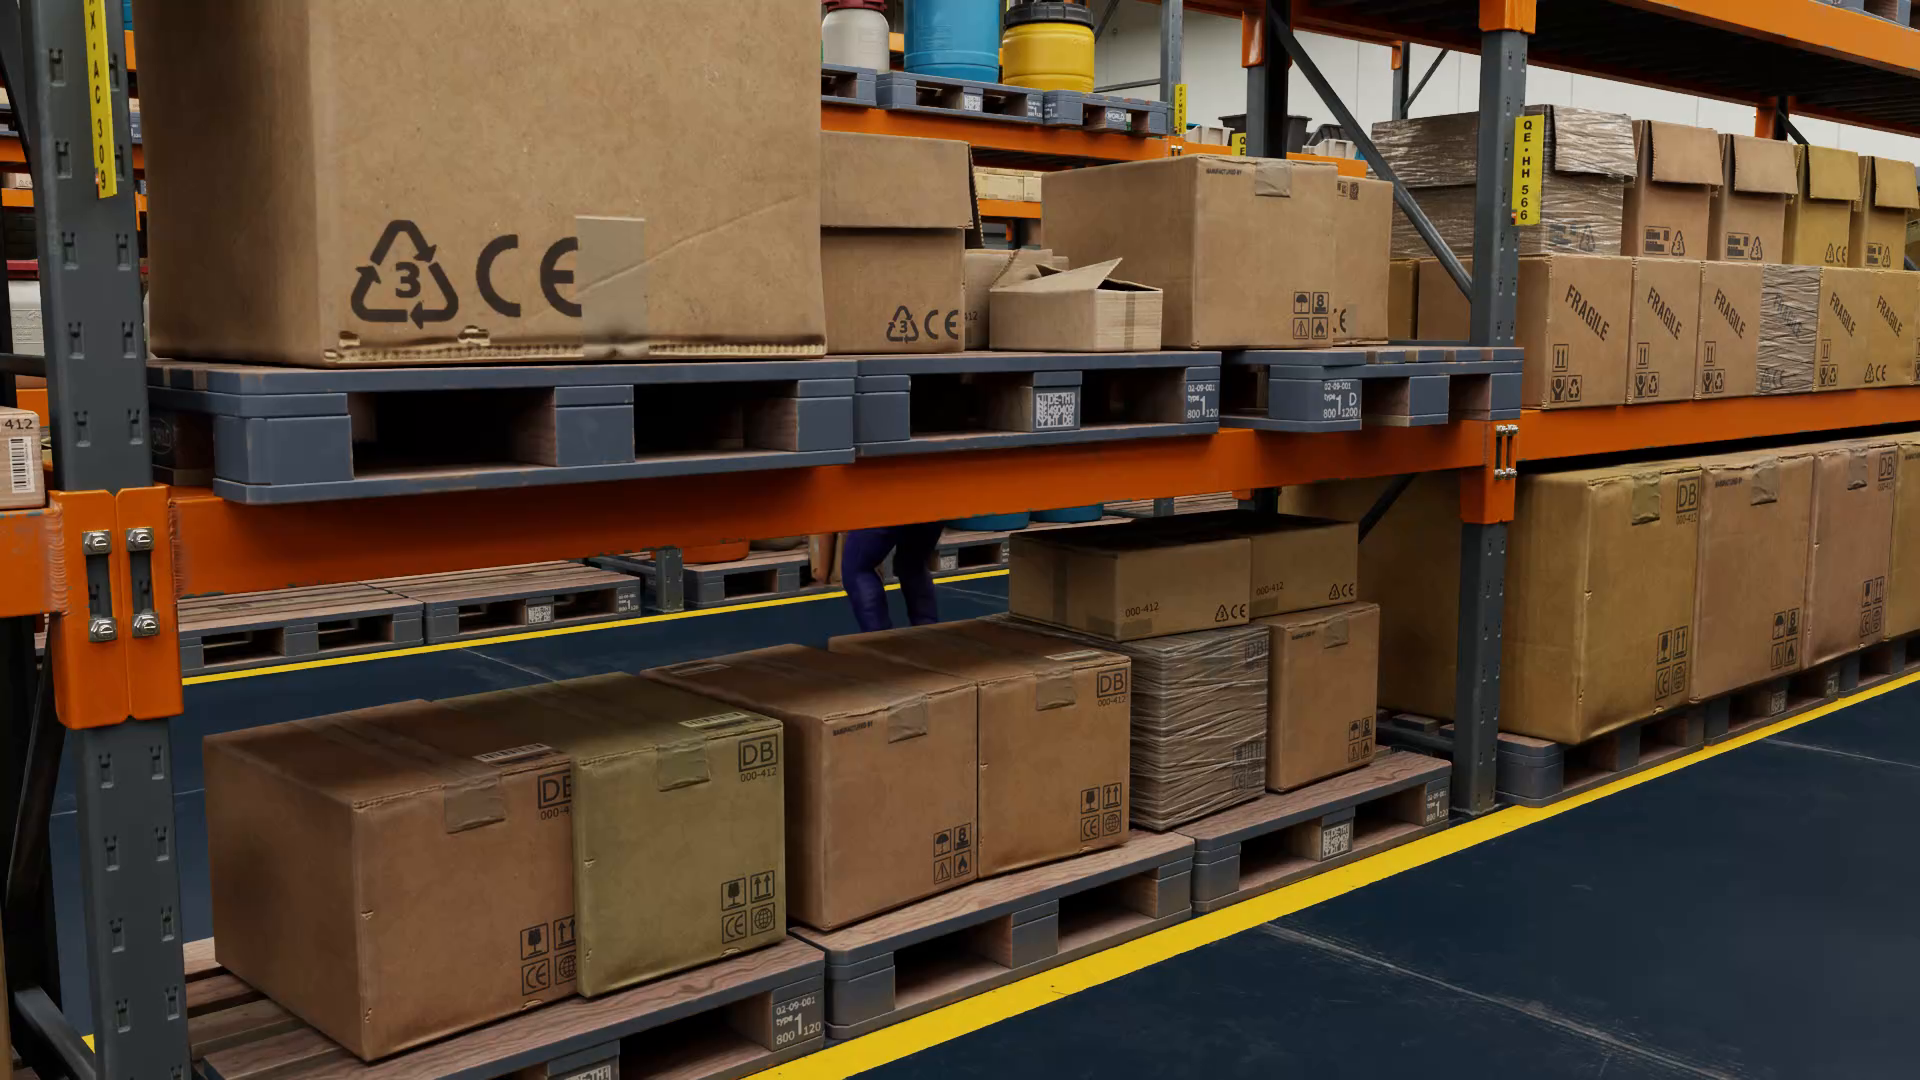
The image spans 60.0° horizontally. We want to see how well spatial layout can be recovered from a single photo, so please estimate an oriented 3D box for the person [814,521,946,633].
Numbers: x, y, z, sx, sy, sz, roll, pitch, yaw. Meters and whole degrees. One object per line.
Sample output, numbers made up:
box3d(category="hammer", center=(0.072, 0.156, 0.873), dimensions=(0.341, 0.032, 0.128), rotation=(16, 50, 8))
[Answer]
box3d(category="person", center=(-0.429, -0.026, 7.786), dimensions=(0.462, 1.199, 0.874), rotation=(-7, 10, -42))
